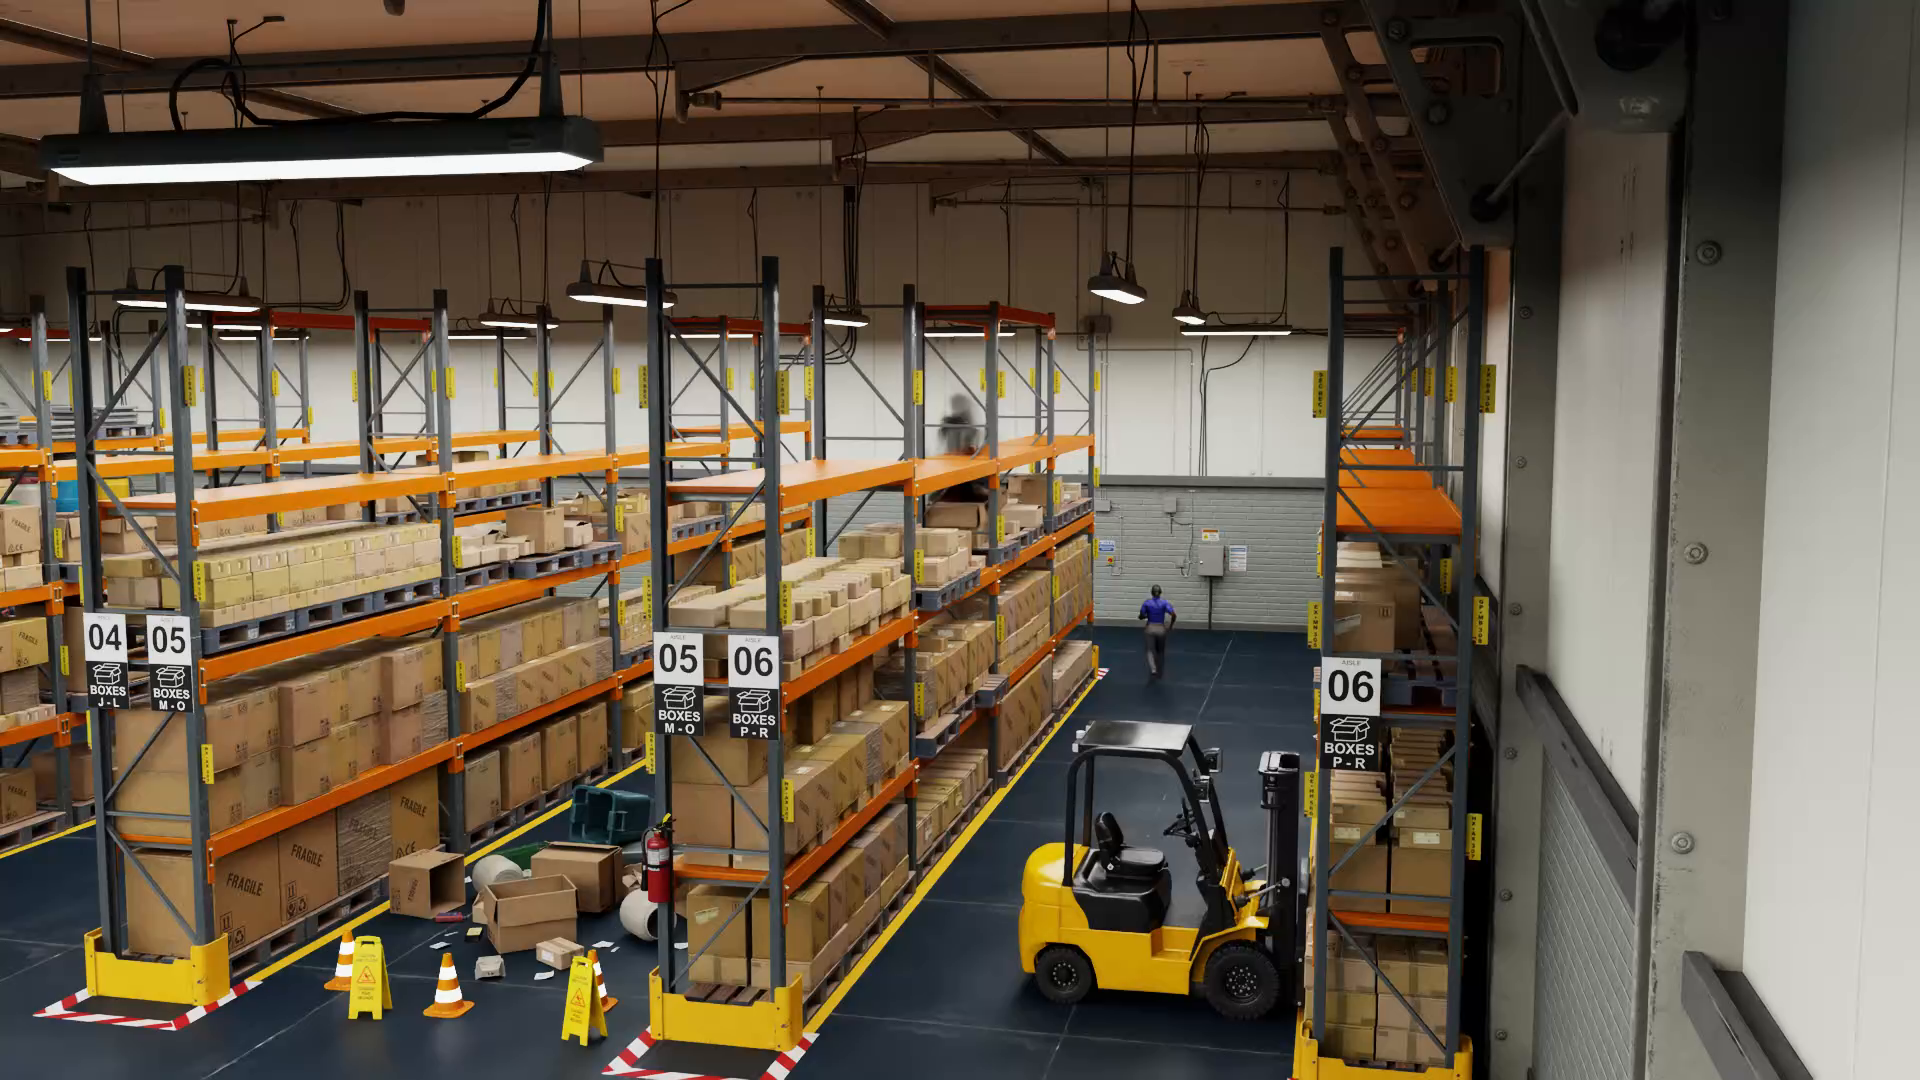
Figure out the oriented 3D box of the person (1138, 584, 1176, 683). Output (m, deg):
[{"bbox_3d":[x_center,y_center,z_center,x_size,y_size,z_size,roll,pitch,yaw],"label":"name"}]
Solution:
[{"bbox_3d":[3.245,1.539,27.506,0.605,1.631,0.919,0,6,0],"label":"person"}]
